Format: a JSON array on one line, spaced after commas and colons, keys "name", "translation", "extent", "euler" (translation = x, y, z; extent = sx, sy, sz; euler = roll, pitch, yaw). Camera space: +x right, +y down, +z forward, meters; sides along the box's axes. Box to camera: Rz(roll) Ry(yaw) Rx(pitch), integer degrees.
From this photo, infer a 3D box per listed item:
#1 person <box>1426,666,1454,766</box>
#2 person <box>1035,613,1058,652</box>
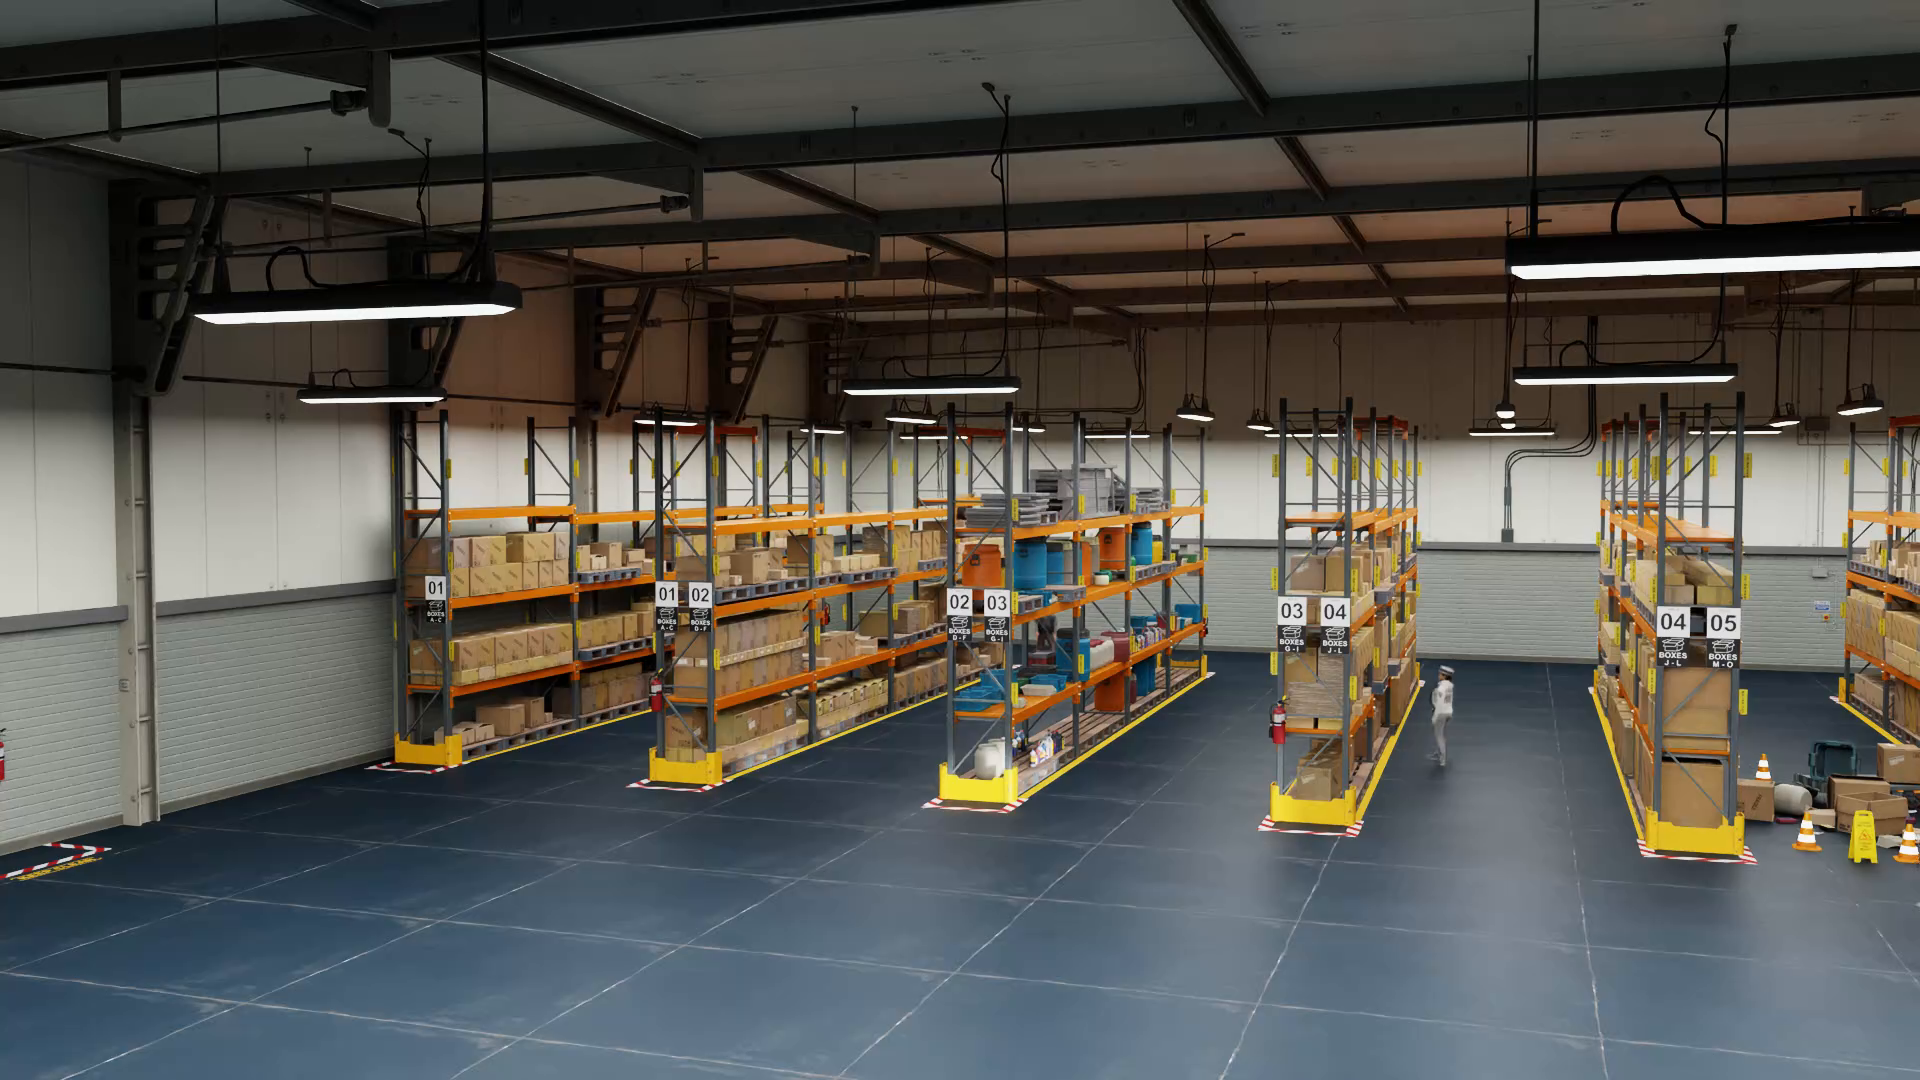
[{"name": "person", "translation": [8.105, 2.961, 28.262], "extent": [0.499, 1.679, 0.620], "euler": [-2, 3, -38]}, {"name": "person", "translation": [2.178, 2.382, 41.915], "extent": [0.614, 1.653, 1.032], "euler": [-1, 3, -20]}]
